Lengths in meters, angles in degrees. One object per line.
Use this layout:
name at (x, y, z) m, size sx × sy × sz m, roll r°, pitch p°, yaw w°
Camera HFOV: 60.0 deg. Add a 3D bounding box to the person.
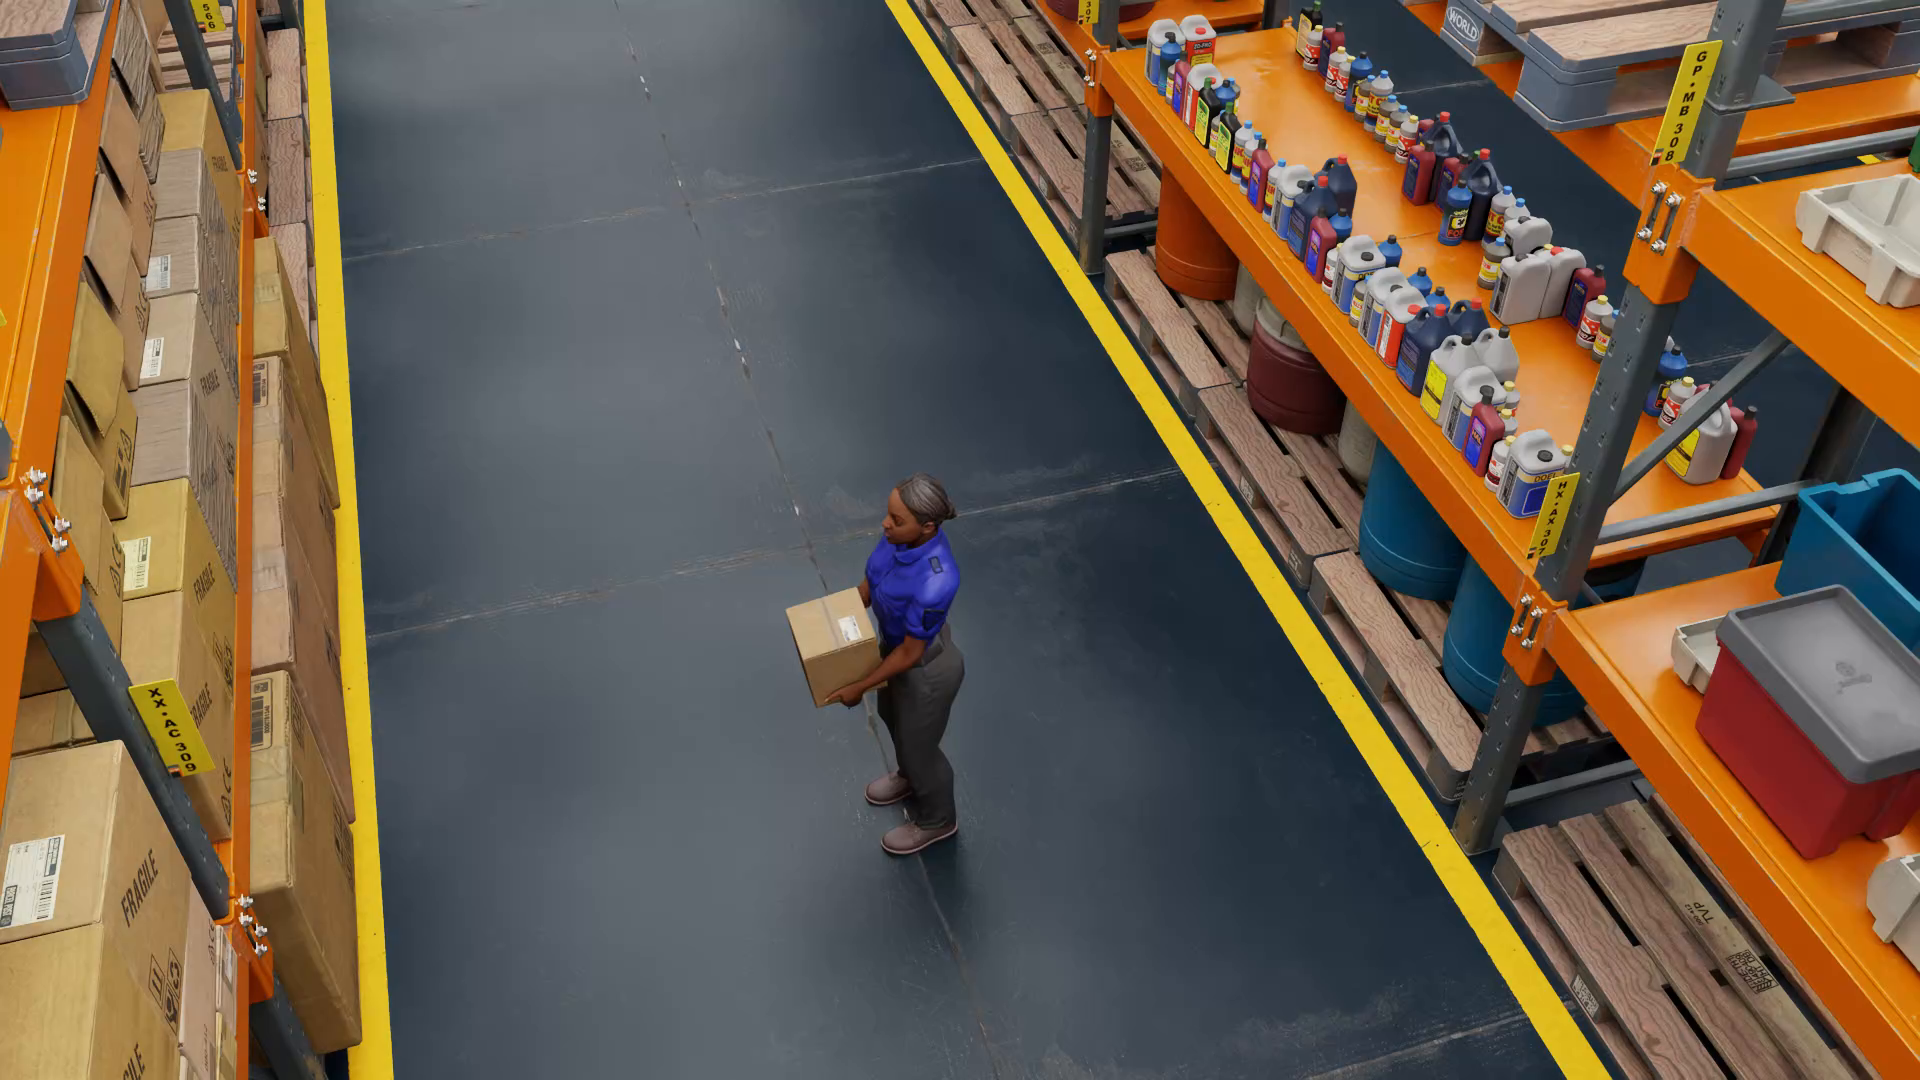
person at (-0.246, 0.440, 5.691) m, size 0.503 × 1.656 × 0.441 m, roll -12°, pitch 44°, yaw -13°
